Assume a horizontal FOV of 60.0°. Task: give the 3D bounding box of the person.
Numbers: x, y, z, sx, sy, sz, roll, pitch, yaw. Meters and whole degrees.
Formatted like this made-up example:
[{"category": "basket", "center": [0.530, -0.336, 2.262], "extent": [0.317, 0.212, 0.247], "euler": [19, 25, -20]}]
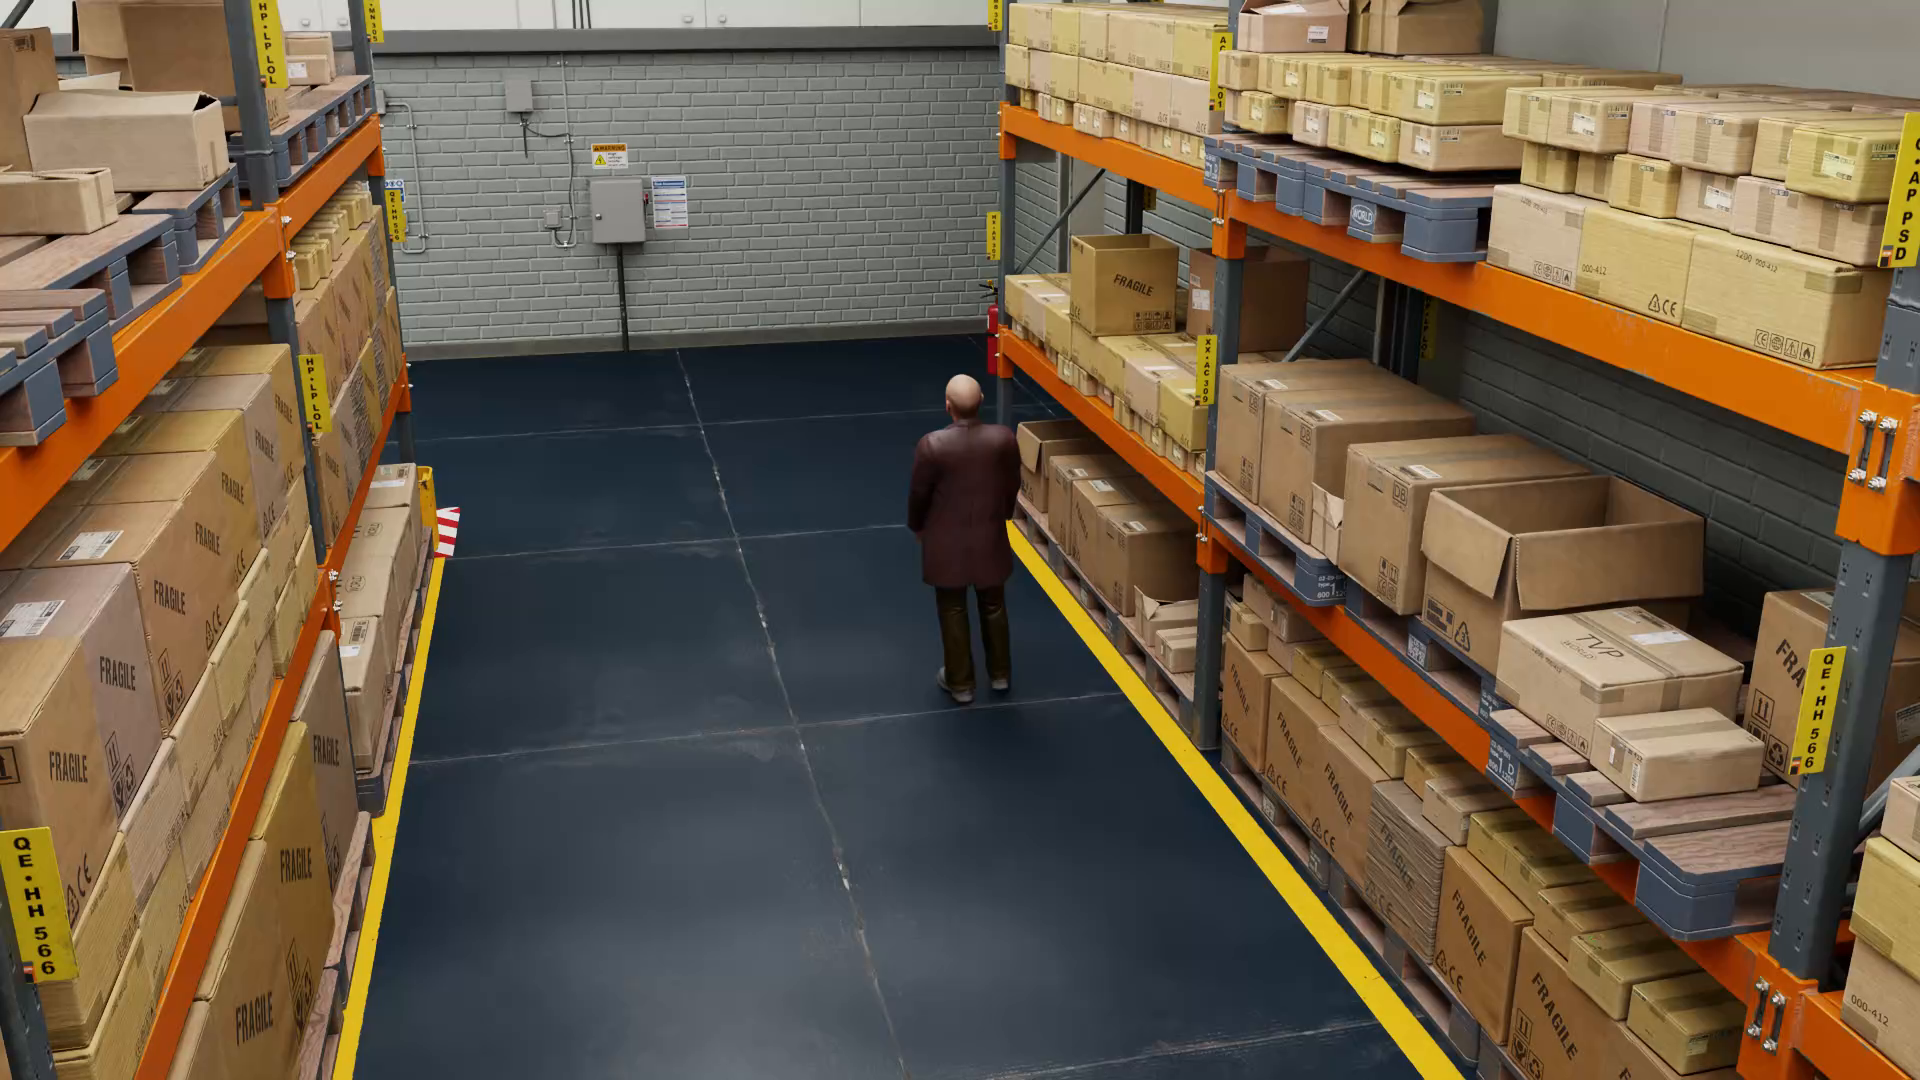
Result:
[{"category": "person", "center": [0.010, -0.033, 8.666], "extent": [0.607, 1.776, 0.574], "euler": [-4, 20, -12]}]
